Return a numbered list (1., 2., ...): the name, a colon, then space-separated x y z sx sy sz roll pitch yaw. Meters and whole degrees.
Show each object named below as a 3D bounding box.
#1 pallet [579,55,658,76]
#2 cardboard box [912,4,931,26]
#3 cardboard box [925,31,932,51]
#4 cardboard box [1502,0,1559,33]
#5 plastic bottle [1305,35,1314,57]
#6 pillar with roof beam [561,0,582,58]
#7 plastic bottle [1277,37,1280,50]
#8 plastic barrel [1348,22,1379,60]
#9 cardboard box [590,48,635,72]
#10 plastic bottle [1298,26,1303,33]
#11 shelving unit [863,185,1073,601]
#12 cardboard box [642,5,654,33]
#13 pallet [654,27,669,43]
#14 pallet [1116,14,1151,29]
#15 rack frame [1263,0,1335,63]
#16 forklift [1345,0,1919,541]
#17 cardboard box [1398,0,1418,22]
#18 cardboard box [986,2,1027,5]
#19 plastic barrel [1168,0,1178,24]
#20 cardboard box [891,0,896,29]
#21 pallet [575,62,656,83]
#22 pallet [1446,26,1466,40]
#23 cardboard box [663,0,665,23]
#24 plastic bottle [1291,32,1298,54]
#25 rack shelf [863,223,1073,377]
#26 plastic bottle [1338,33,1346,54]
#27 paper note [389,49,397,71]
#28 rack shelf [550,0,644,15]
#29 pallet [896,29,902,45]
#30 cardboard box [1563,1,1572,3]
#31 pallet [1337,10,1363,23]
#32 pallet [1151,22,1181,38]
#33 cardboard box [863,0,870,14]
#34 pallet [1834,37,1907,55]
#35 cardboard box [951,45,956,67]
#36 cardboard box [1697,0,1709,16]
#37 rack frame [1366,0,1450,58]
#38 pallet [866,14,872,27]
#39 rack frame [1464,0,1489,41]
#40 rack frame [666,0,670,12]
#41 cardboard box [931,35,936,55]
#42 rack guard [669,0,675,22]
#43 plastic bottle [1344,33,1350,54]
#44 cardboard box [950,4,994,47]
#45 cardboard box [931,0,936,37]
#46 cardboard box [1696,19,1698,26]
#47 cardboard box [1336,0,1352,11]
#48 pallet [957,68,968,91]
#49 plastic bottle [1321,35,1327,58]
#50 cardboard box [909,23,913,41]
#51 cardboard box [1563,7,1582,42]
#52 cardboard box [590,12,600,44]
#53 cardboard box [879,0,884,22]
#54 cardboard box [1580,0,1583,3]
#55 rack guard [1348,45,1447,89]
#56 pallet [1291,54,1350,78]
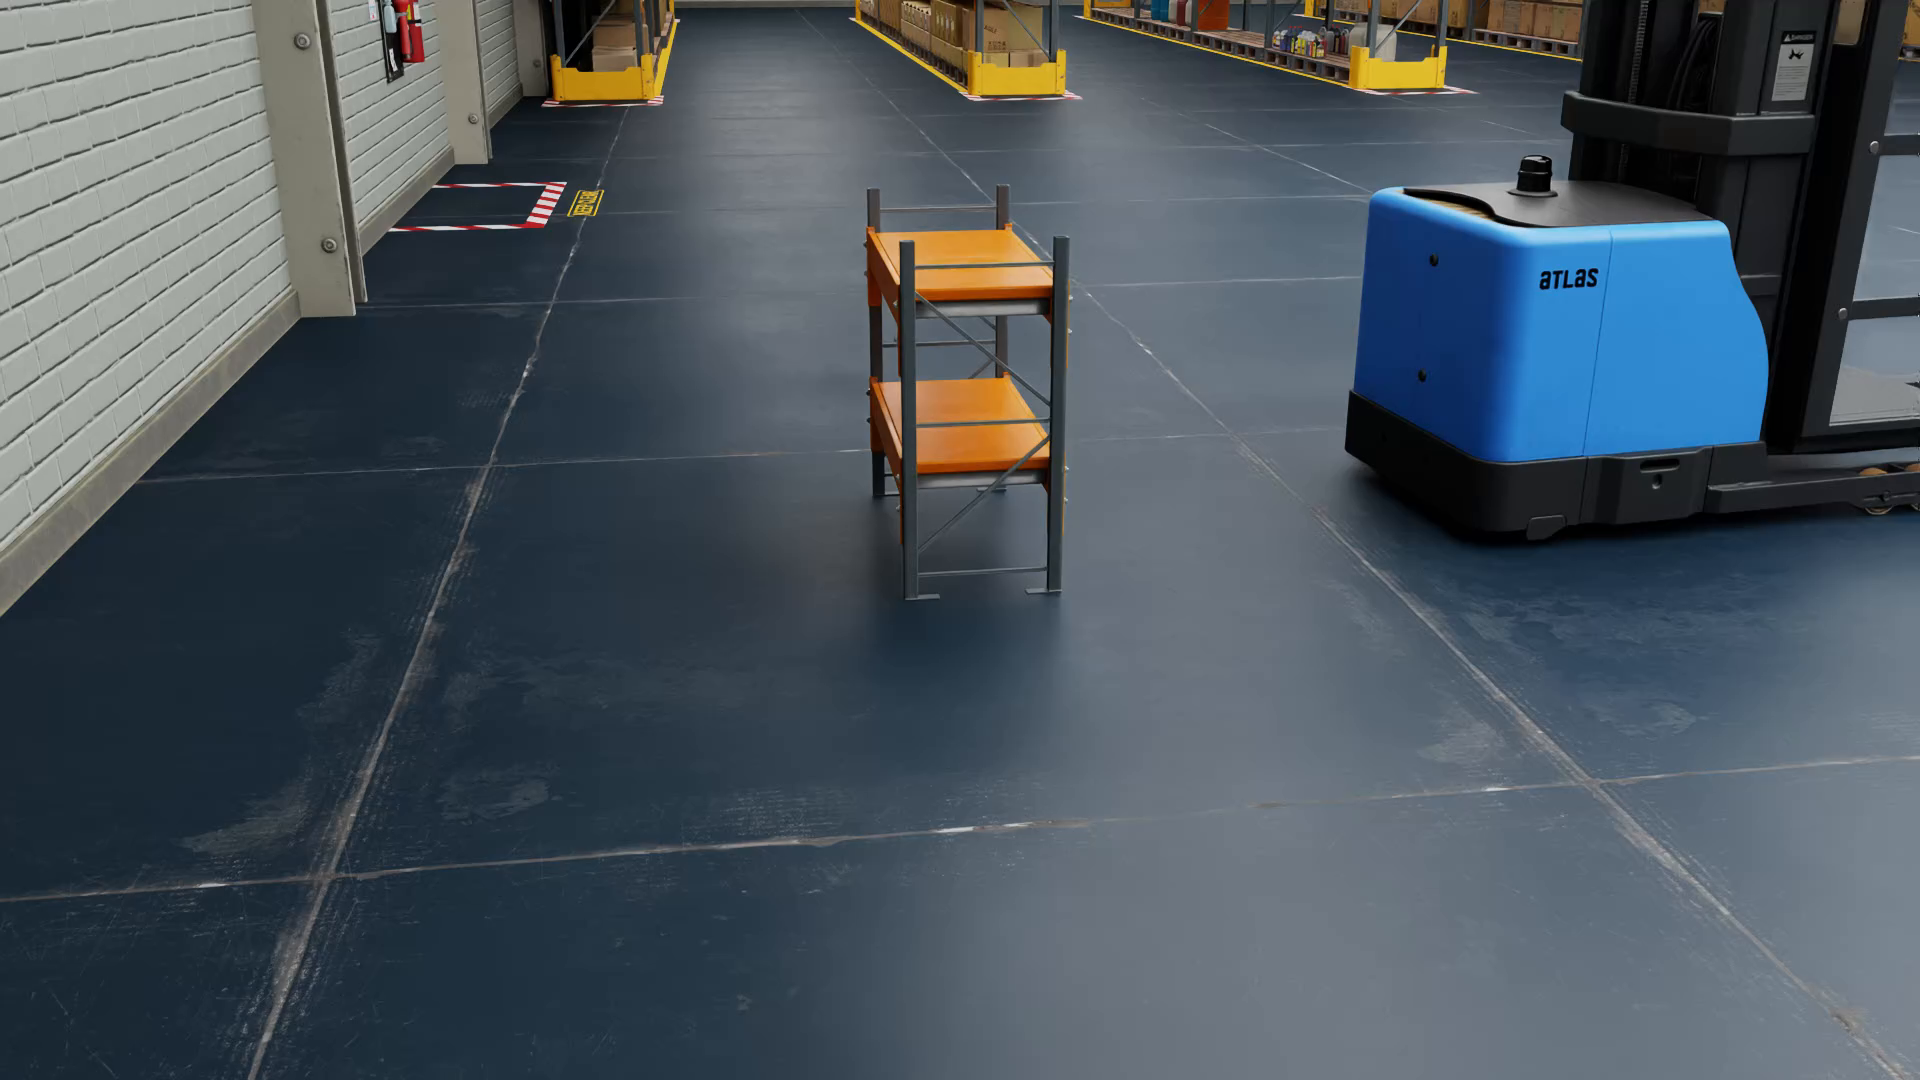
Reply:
1. pallet: -4.660 -6.477 22.756 1.003 0.211 1.213 -3 21 -8
2. cardboard box: -0.452 -8.089 25.615 0.500 0.311 0.500 -3 21 -8
3. cardboard box: -0.237 -7.303 24.311 0.500 0.250 0.500 -3 21 -8
4. cardboard box: 9.545 -8.761 27.830 0.700 0.500 0.500 -5 21 -12
5. plastic bottle: 4.860 -6.809 22.924 0.152 0.276 0.135 -3 21 -9
6. pillar with roof beam: -1.777 -11.933 24.803 9.100 9.000 0.400 -3 21 -8
7. plastic bottle: 4.653 -7.206 24.093 0.097 0.201 0.097 0 20 0
8. plastic barrel: 5.345 -6.557 21.942 0.421 0.512 0.421 0 20 0
9. cardboard box: -4.226 -5.820 20.225 0.500 0.311 0.500 -5 21 -14
10. plastic bottle: 4.860 -7.186 23.825 0.144 0.351 0.185 -3 21 -8
11. shelving unit: -0.001 -0.529 5.526 0.538 1.125 1.048 -3 21 -8
12. cardboard box: -5.213 -8.187 26.294 0.700 0.500 0.500 -3 21 -7
13. pallet: -5.580 -8.791 28.951 1.003 0.211 1.213 -3 21 -8
14. pallet: 3.714 -10.230 32.804 1.003 0.211 1.213 -3 21 -8
15. rack frame: 5.012 -8.514 24.223 1.000 3.000 0.127 -3 21 -8
16. forklift: 3.066 -1.635 5.904 3.031 2.935 1.130 -5 21 -14
17. cardboard box: 9.001 -10.205 31.188 1.225 0.875 0.875 -4 21 -10
18. cardboard box: 0.615 -6.856 22.044 0.500 0.500 0.500 -3 21 -8
19. plastic barrel: 4.015 -9.680 30.303 0.421 0.512 0.421 0 20 0
20. cardboard box: -0.909 -9.176 28.941 0.500 0.500 0.500 -4 21 -10
21. pallet: -4.481 -6.053 21.622 1.003 0.211 1.213 -3 21 -8
22. pallet: 9.297 -9.119 29.829 1.003 0.211 1.213 -3 21 -8
23. cardboard box: -5.592 -9.447 29.196 0.750 0.750 0.750 -2 21 -6
24. plastic bottle: 4.727 -7.022 23.484 0.061 0.283 0.133 -2 21 -5
25. rack shelf: -0.001 -0.803 5.423 0.538 0.278 1.000 -3 21 -8
26. plastic bottle: 5.378 -6.998 23.420 0.061 0.283 0.133 -3 21 -8
27. paper note: -4.032 -3.415 11.832 0.016 0.148 0.142 -3 21 -8
28. rack shelf: -4.504 -6.984 21.157 1.077 0.370 4.000 -3 21 -8
29. pallet: -0.537 -8.604 28.451 1.003 0.211 1.213 -3 21 -8
30. cardboard box: 13.035 -11.357 35.310 0.380 0.149 0.250 -4 21 -10
31. pallet: 8.548 -10.917 34.645 1.003 0.211 1.213 -3 21 -8
32. pallet: 4.108 -9.285 30.273 1.003 0.211 1.213 -3 21 -8
33. cardboard box: -1.679 -10.789 33.617 0.500 0.250 0.500 -3 21 -8
34. pallet: 14.650 -7.936 26.661 1.003 0.211 1.213 -3 21 -8
35. cardboard box: 0.159 -6.305 21.640 0.500 0.250 0.500 -3 21 -8
36. cardboard box: 13.834 -9.784 30.597 0.500 0.500 0.500 -2 21 -6
37. rack frame: 5.588 -7.129 20.515 1.000 3.000 0.127 -3 21 -8
38. pallet: -1.321 -10.390 33.232 1.003 0.211 1.213 -3 21 -8
39. rack frame: 9.336 -10.148 28.600 1.000 3.000 0.127 -3 21 -8
40. rack frame: -6.522 -12.169 34.010 1.000 3.000 0.127 -3 21 -8
41. cardboard box: -0.124 -6.998 23.495 0.500 0.250 0.500 -3 21 -8
42. rack guard: -6.525 -11.006 34.469 1.175 0.500 0.348 -3 21 -8
43. plastic bottle: 5.483 -7.001 23.436 0.152 0.276 0.135 -3 21 -7
44. cardboard box: 0.156 -6.656 21.508 0.500 0.500 0.500 -3 21 -8
45. cardboard box: -0.134 -7.349 23.362 0.500 0.500 0.500 -3 21 -8
46. cardboard box: 10.296 -6.826 22.679 0.500 0.500 0.500 2 21 6
47. cardboard box: 8.486 -11.587 34.889 0.875 0.875 0.875 -3 21 -8
48. pallet: 0.534 -5.837 21.041 1.003 0.211 1.213 -3 21 -8
49. plastic bottle: 4.986 -6.770 22.809 0.061 0.283 0.133 -3 21 -8
50. cardboard box: -0.528 -8.009 26.201 0.500 0.250 0.500 -3 21 -9
51. cardboard box: 9.846 -8.012 25.825 0.700 0.500 0.500 -5 21 -12
52. cardboard box: -5.039 -7.479 24.398 0.700 0.500 0.500 -3 21 -9
53. cardboard box: -1.215 -9.890 30.853 0.500 0.500 0.500 -4 21 -10
54. cardboard box: 13.201 -11.300 34.732 0.380 0.149 0.250 -4 21 -10
55. rack guard: 5.531 -5.982 21.017 1.175 0.500 0.348 -3 21 -8
56. pallet: 5.246 -6.549 22.950 1.003 0.211 1.213 -3 21 -8
